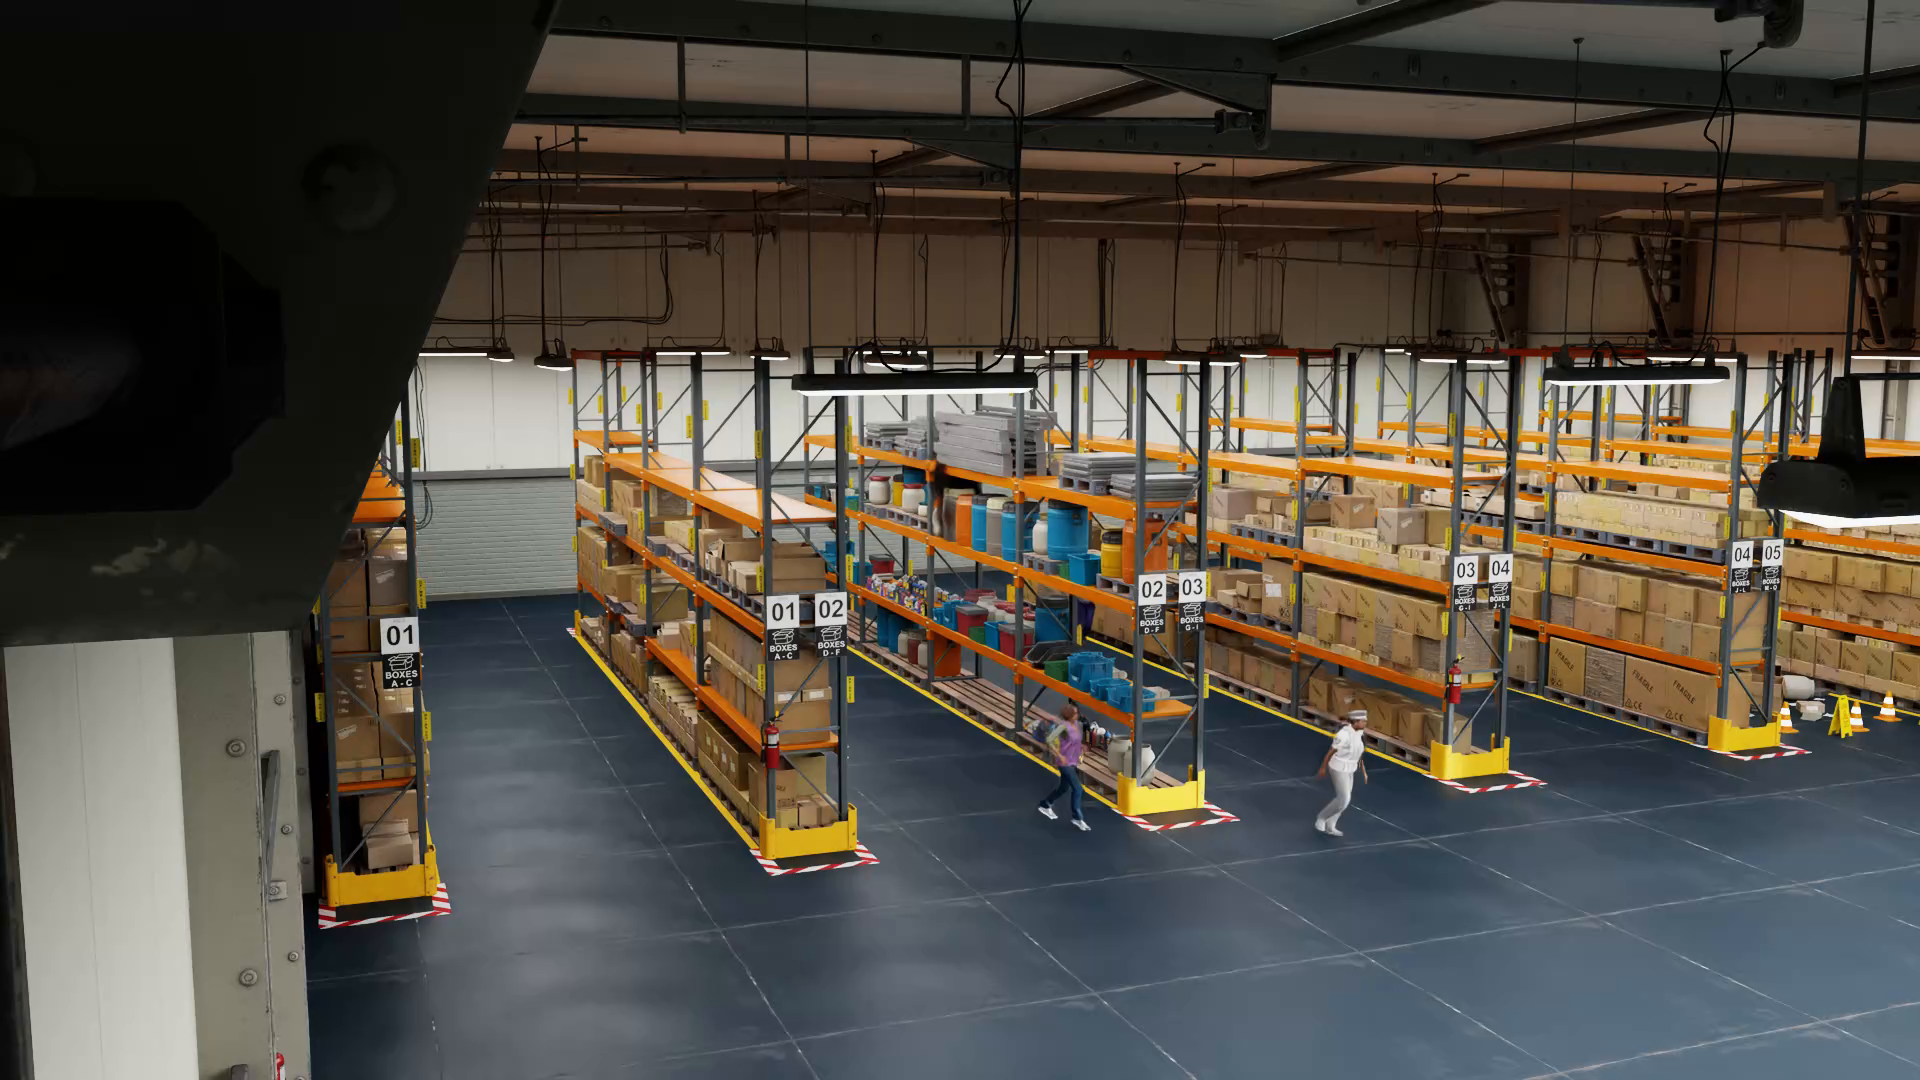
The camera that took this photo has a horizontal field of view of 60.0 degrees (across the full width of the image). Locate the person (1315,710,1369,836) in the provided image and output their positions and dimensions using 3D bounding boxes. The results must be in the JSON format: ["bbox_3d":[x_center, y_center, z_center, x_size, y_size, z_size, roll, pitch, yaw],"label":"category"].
[{"bbox_3d":[4.825,2.942,20.992,0.557,1.643,0.609,6,9,39],"label":"person"}]

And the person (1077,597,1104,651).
[{"bbox_3d":[2.451,1.341,32.048,0.583,1.635,0.764,-2,7,-15],"label":"person"}]

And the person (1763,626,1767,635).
[{"bbox_3d":[16.039,1.234,33.897,0.679,1.764,0.957,-3,8,-24],"label":"person"}]

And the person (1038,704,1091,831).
[{"bbox_3d":[1.335,2.897,21.330,0.740,1.627,0.554,3,8,24],"label":"person"}]
